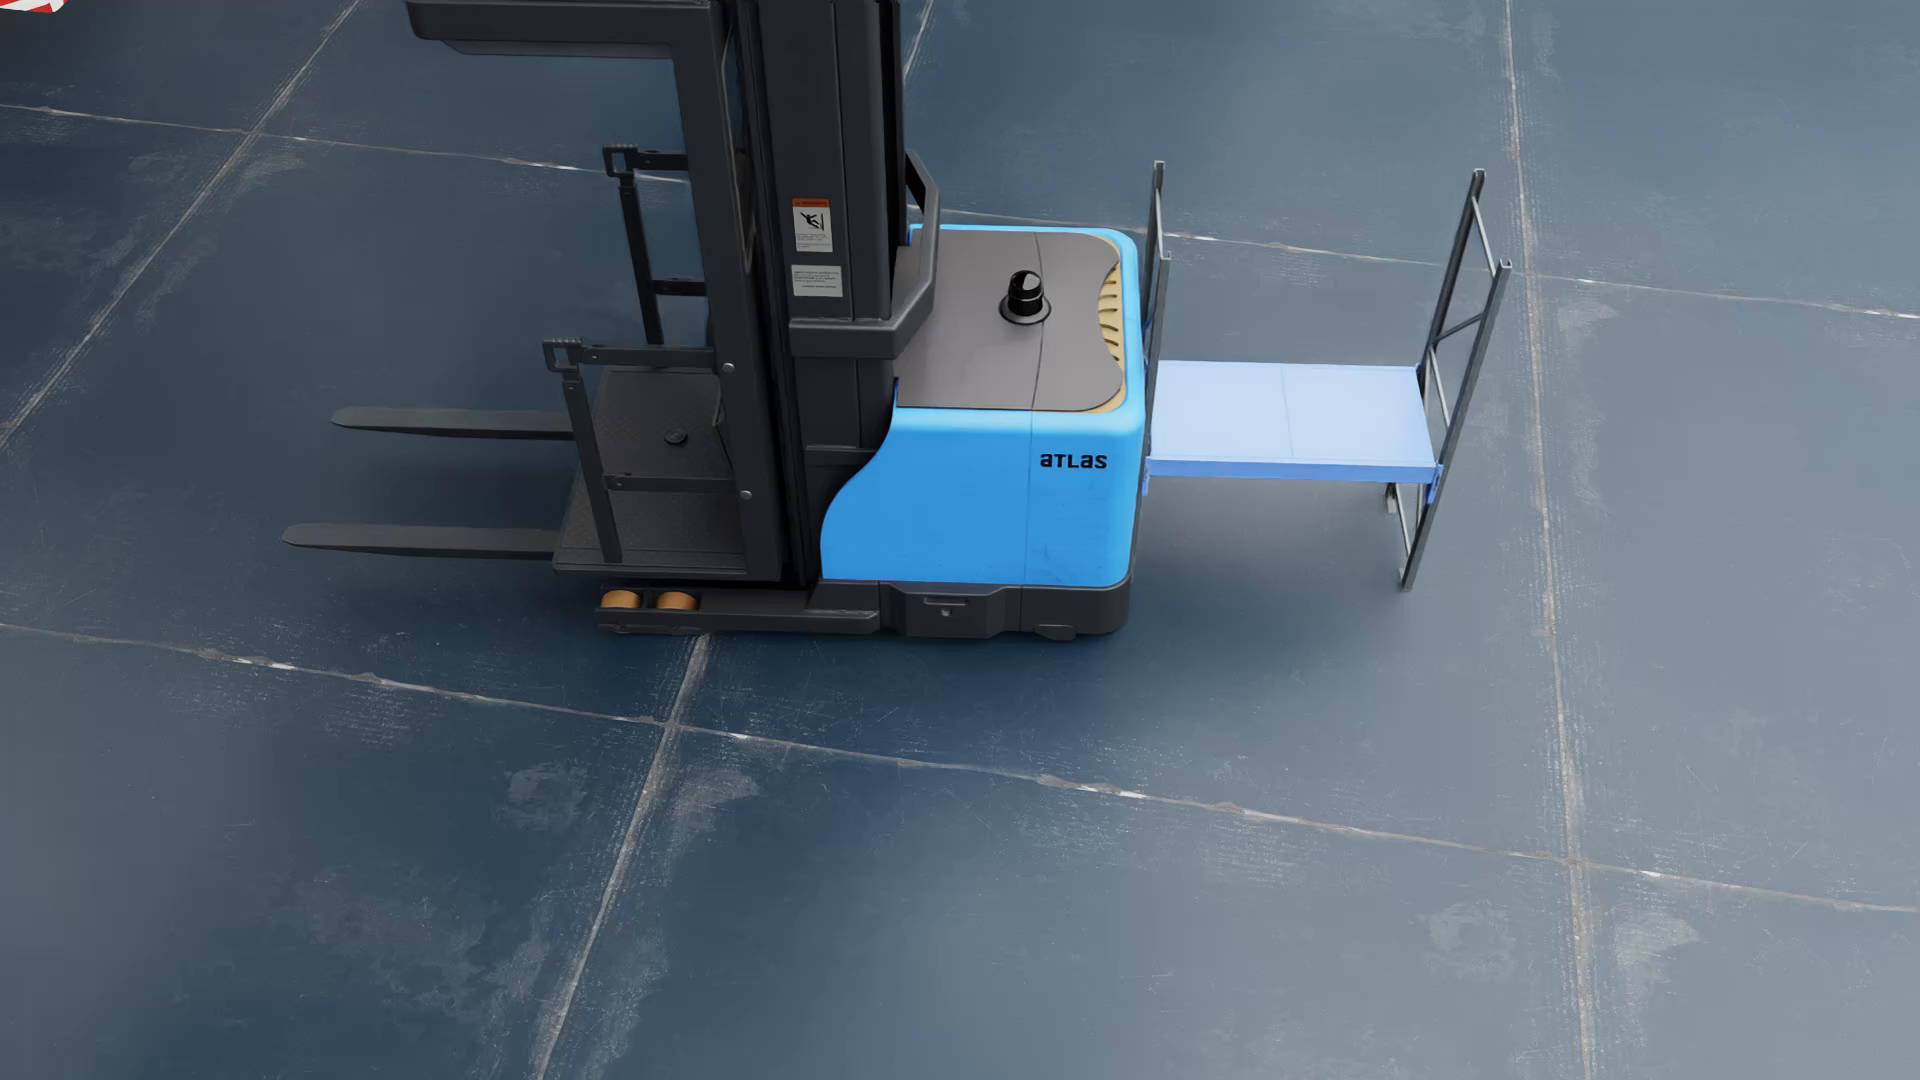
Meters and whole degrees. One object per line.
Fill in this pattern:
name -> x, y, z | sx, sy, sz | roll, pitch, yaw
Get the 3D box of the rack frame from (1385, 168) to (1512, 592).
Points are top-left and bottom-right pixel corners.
rack frame -> 1.644, -0.497, 5.688 | 0.032, 1.500, 0.500 | 2, 48, 2

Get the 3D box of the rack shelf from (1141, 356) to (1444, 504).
rack shelf -> 1.136, -0.392, 5.835 | 1.000, 0.185, 0.538 | 2, 48, 2

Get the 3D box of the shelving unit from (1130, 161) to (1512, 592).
shelving unit -> 1.136, -0.512, 5.702 | 1.048, 1.500, 0.538 | 2, 48, 2

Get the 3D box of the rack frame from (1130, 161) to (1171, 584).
rack frame -> 0.628, -0.527, 5.715 | 0.032, 1.500, 0.500 | 2, 48, 2

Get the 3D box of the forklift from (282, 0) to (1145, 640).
forklift -> -0.903, -1.032, 5.207 | 3.031, 2.935, 1.130 | 2, 48, 2
